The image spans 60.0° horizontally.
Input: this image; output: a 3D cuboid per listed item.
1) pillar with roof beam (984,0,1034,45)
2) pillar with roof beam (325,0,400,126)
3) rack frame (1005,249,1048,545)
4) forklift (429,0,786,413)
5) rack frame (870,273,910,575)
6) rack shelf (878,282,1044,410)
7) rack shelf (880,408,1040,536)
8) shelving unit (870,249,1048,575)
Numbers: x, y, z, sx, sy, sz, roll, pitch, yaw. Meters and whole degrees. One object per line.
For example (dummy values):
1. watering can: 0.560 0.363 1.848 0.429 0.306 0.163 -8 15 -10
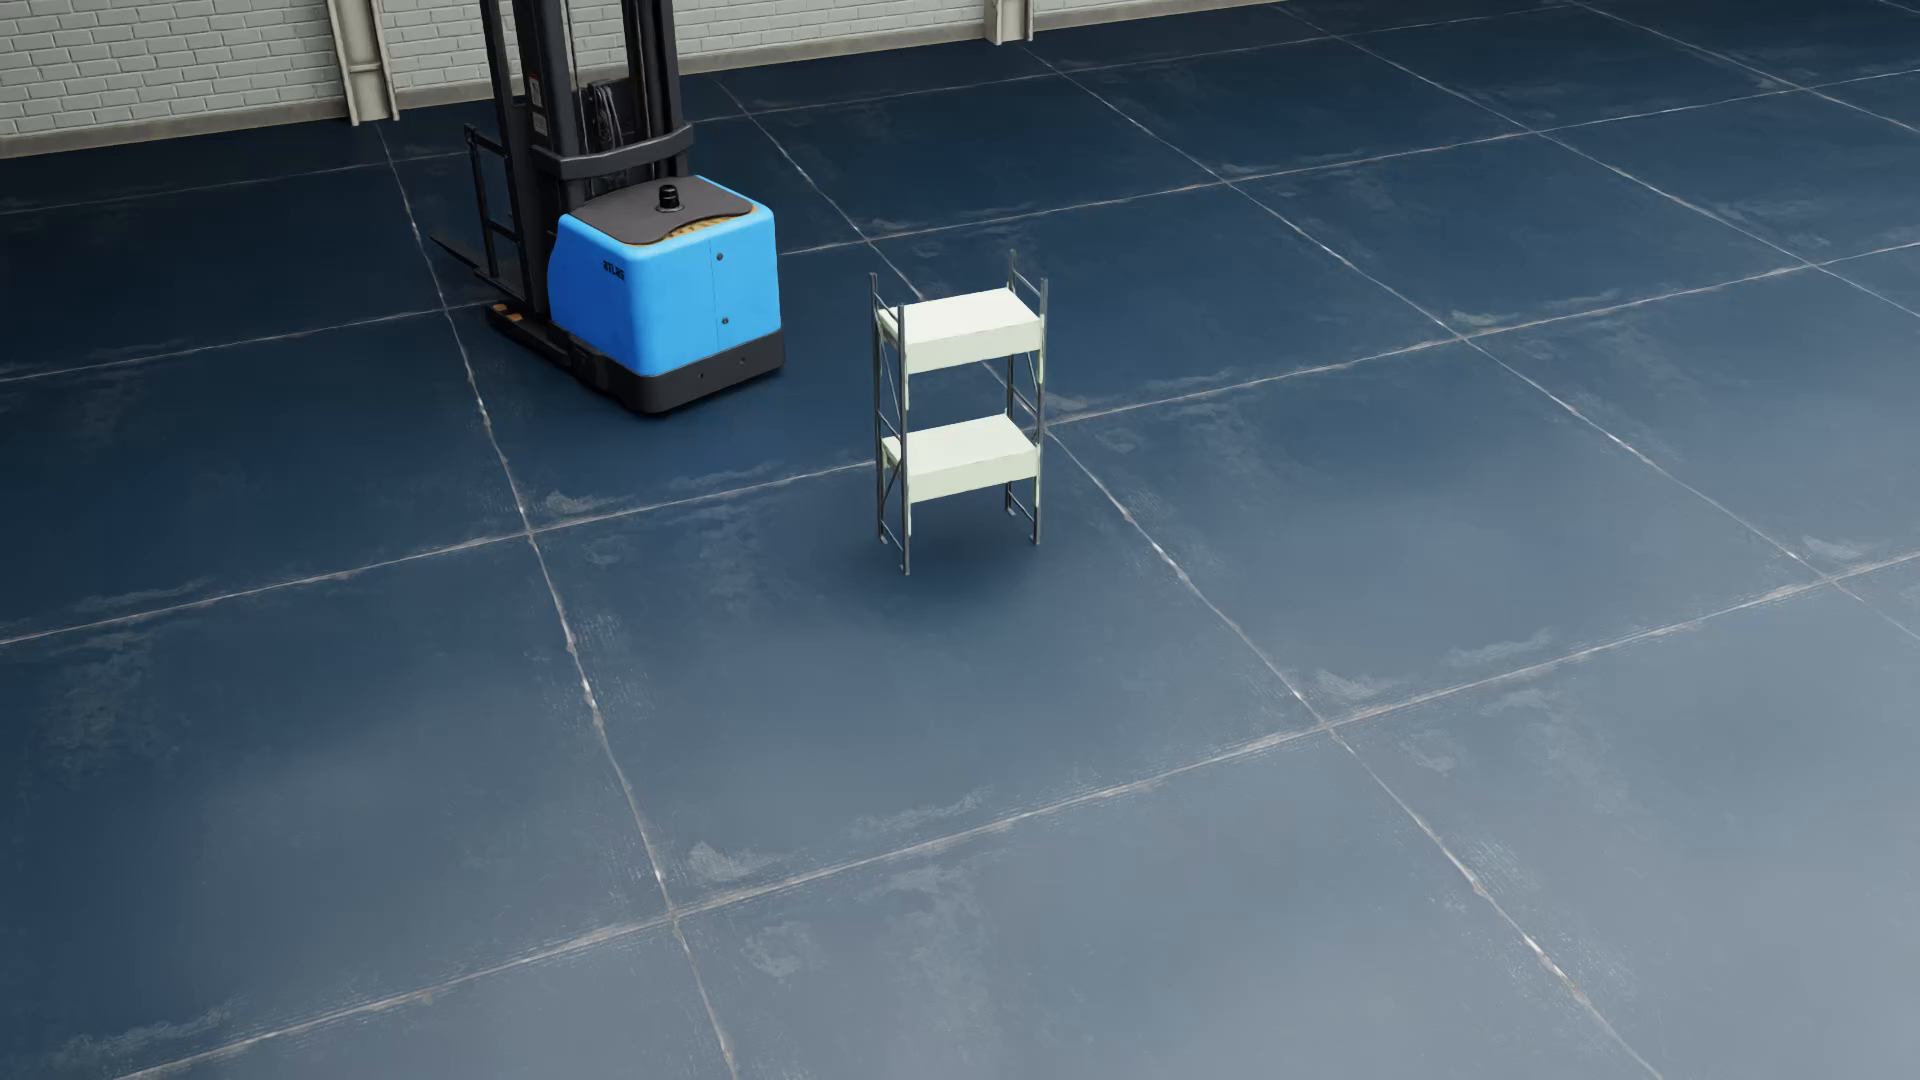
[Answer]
1. pillar with roof beam: 2.141 -6.523 10.523 0.400 9.000 9.100 -13 35 -19
2. pillar with roof beam: -3.391 -5.256 8.577 0.400 9.000 9.100 -13 35 -19
3. rack frame: 0.331 -0.704 8.458 0.023 1.500 0.400 -13 35 -19
4. forklift: -2.445 -2.692 10.200 1.130 2.935 3.031 -26 41 -34
5. rack frame: -0.344 -0.550 8.220 0.023 1.500 0.400 -13 35 -19
6. rack shelf: -0.006 -0.954 8.126 0.720 0.370 0.431 -13 35 -19
7. rack shelf: -0.006 -0.354 8.517 0.720 0.370 0.431 -13 35 -19
8. shelving unit: -0.006 -0.627 8.339 0.755 1.500 0.431 -13 35 -19
